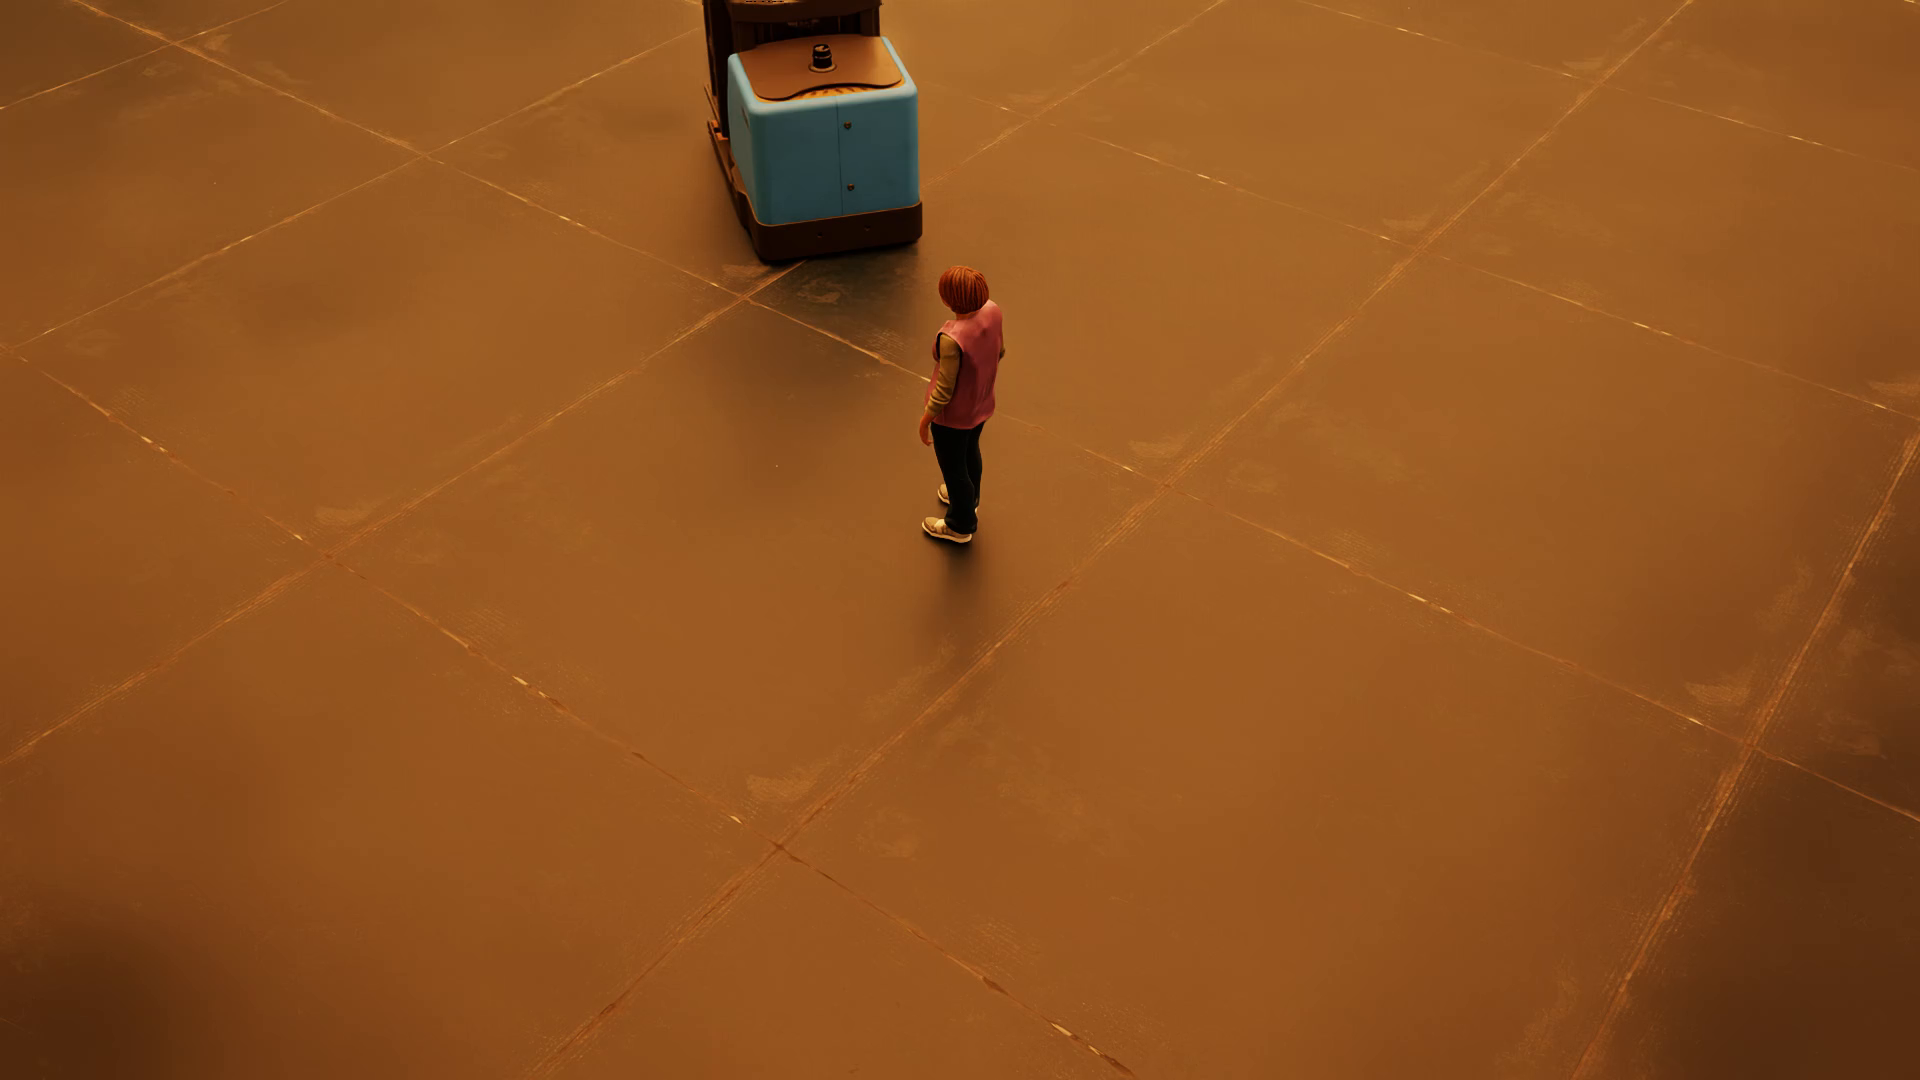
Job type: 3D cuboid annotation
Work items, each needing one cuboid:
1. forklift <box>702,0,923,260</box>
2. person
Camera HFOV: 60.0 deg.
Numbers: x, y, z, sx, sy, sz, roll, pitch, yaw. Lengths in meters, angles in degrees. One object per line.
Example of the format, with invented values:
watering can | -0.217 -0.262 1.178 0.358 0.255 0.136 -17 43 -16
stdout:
forklift | -1.124 -3.804 10.536 1.130 2.935 3.031 -10 42 -12
person | -0.050 -0.650 7.853 0.476 1.597 0.520 26 47 28
